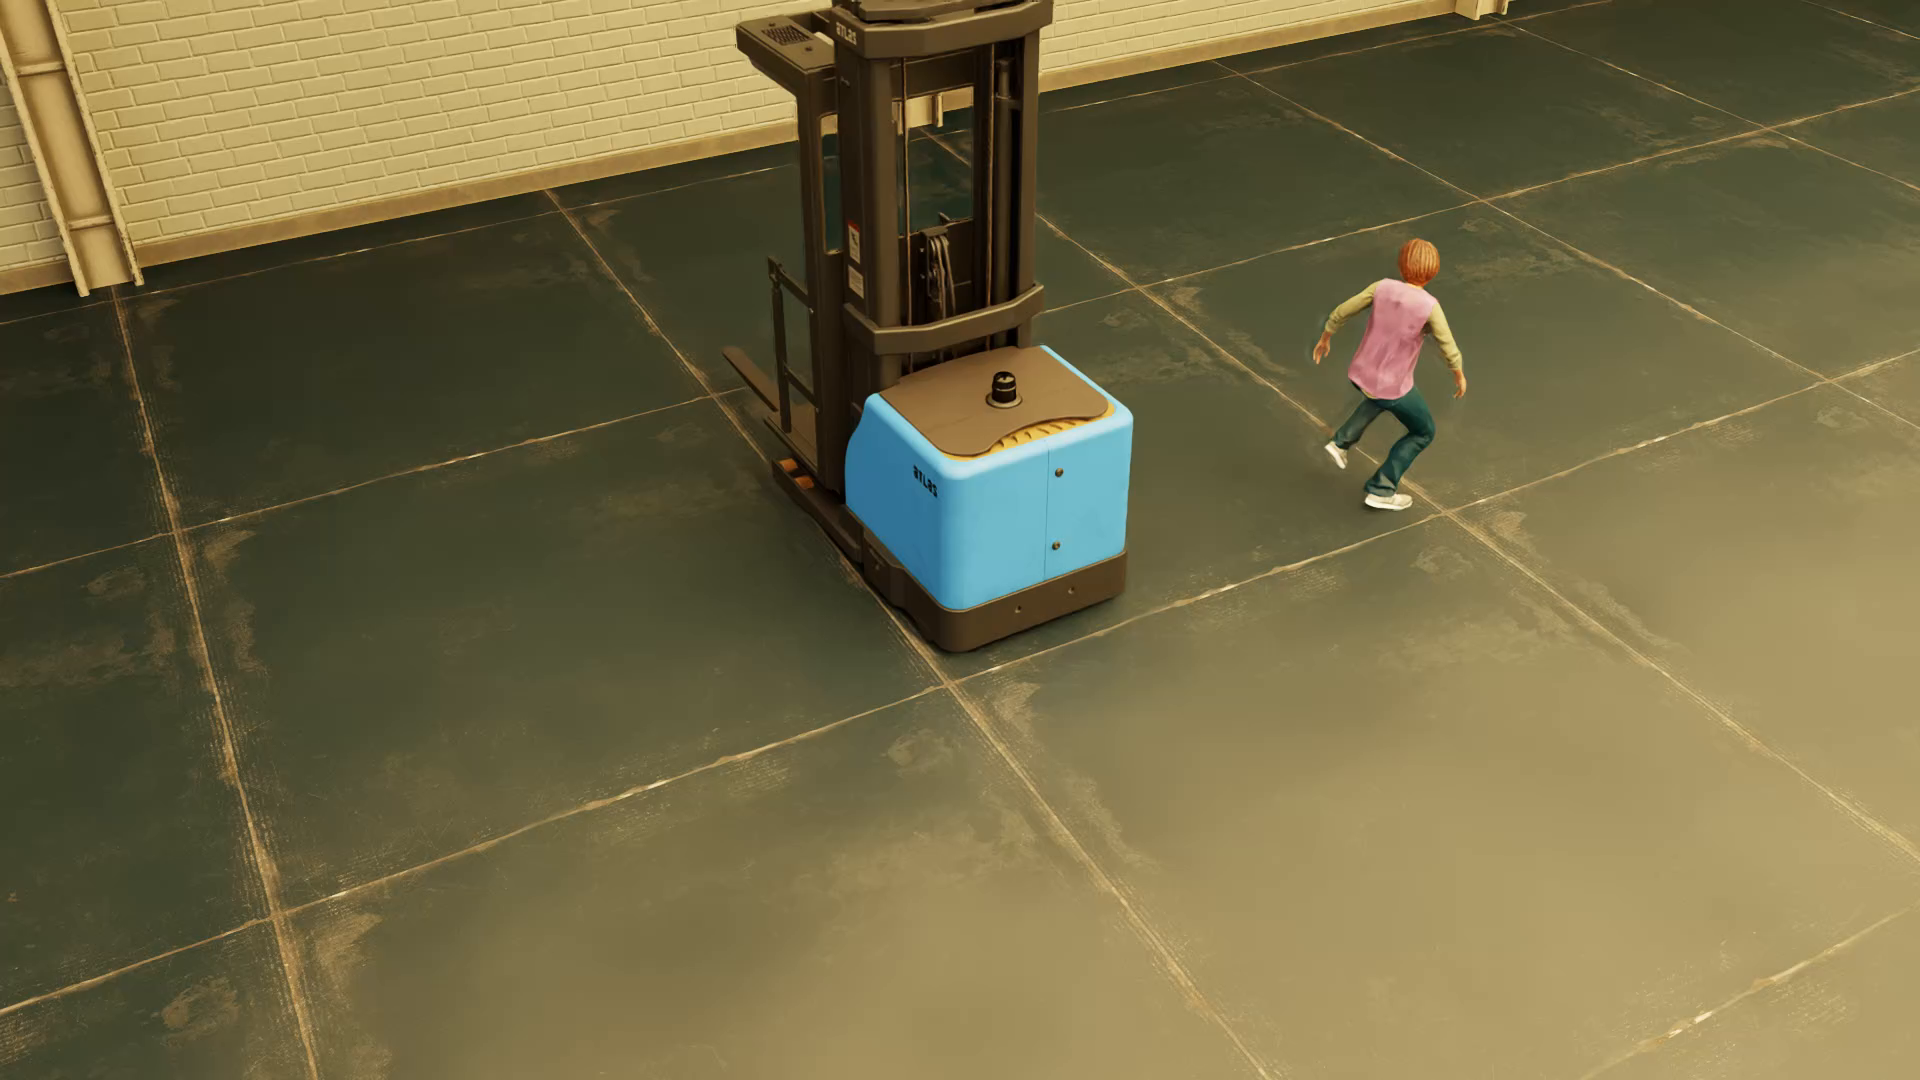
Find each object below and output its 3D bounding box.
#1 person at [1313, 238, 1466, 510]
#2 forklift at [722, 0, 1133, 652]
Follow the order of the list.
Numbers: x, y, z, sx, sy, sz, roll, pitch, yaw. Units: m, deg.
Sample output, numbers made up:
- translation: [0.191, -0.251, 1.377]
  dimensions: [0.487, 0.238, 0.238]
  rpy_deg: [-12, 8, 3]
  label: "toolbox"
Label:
- translation: [2.236, -0.863, 8.613]
  dimensions: [0.527, 1.492, 0.695]
  rpy_deg: [-21, 40, -26]
  label: "person"
- translation: [-0.362, -1.497, 8.241]
  dimensions: [1.130, 2.935, 3.031]
  rpy_deg: [-19, 39, -24]
  label: "forklift"
